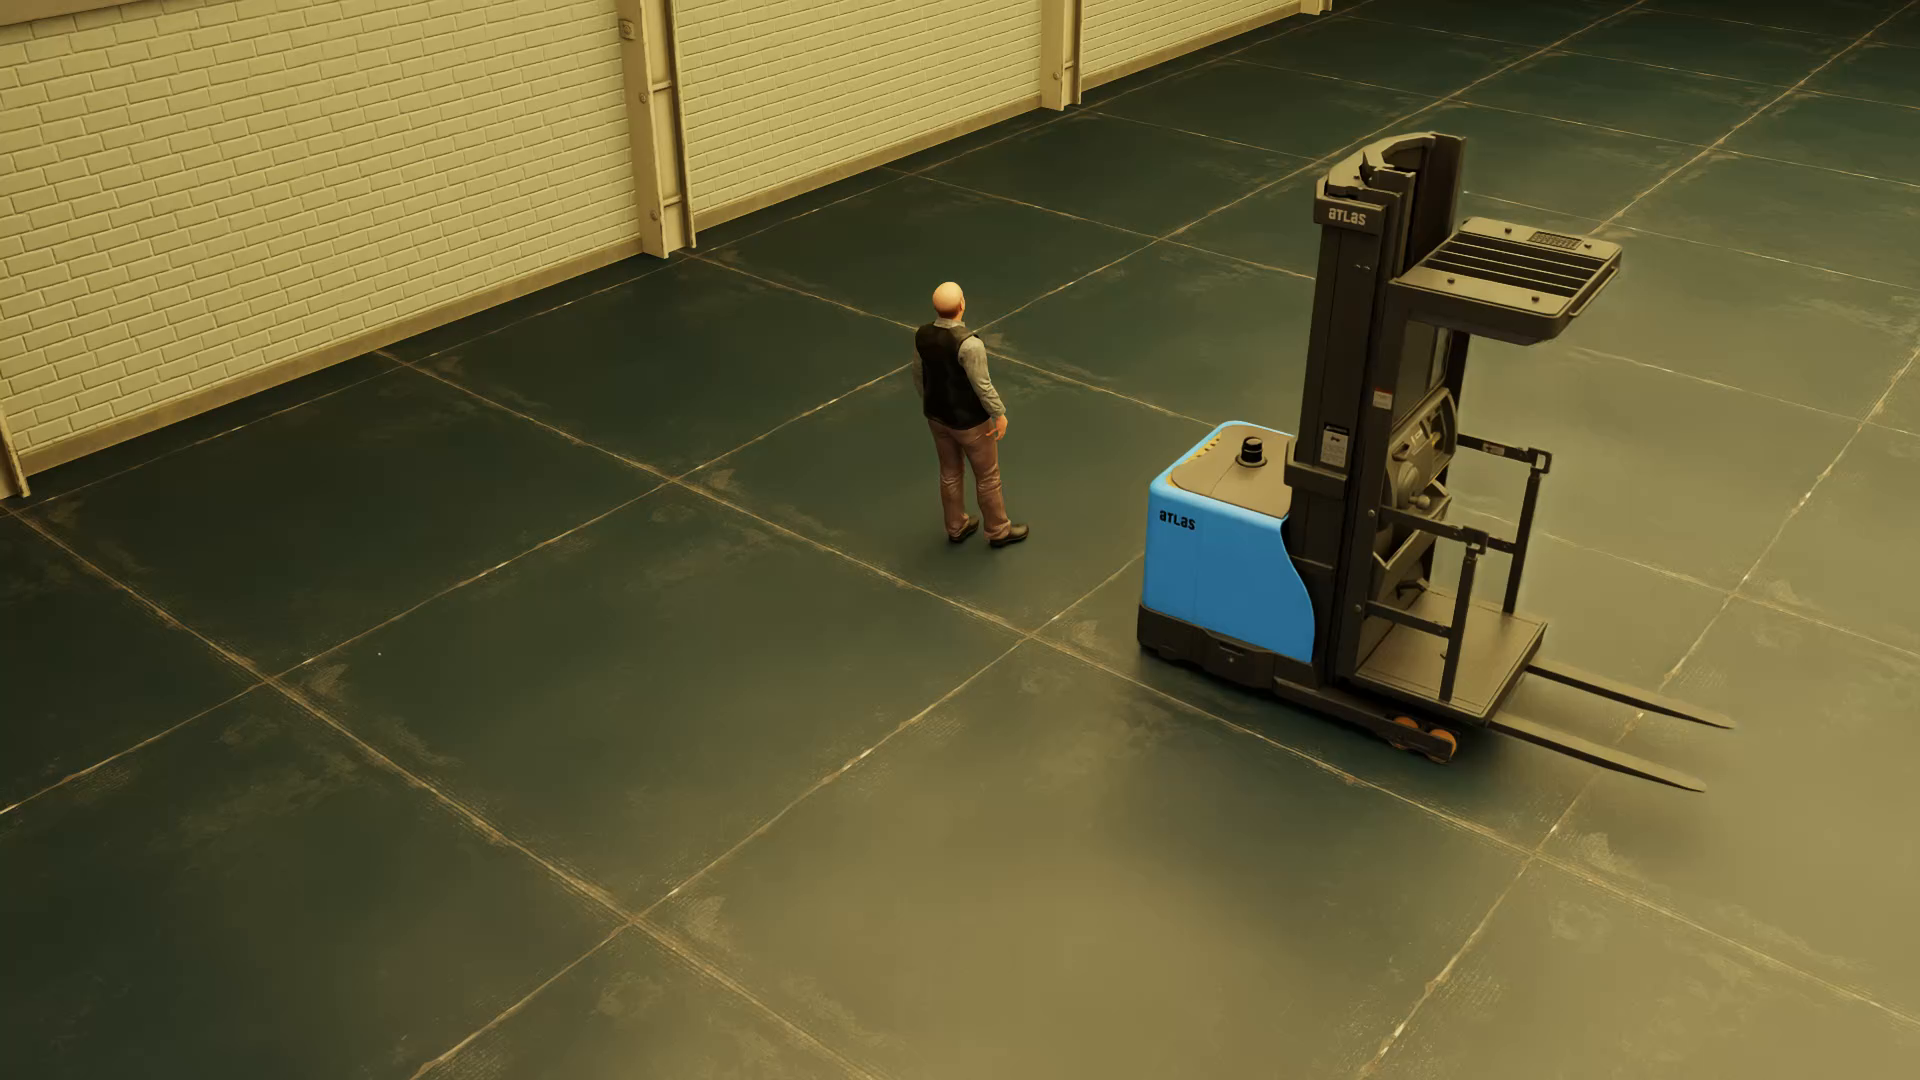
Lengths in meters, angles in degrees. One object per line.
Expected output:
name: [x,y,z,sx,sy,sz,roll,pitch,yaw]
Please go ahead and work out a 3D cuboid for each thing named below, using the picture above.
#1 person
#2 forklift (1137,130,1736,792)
person: [0.045,-0.772,10.100,0.634,1.722,0.566,22,37,33]
forklift: [2.509,-0.430,8.331,3.031,2.935,1.130,19,35,29]
